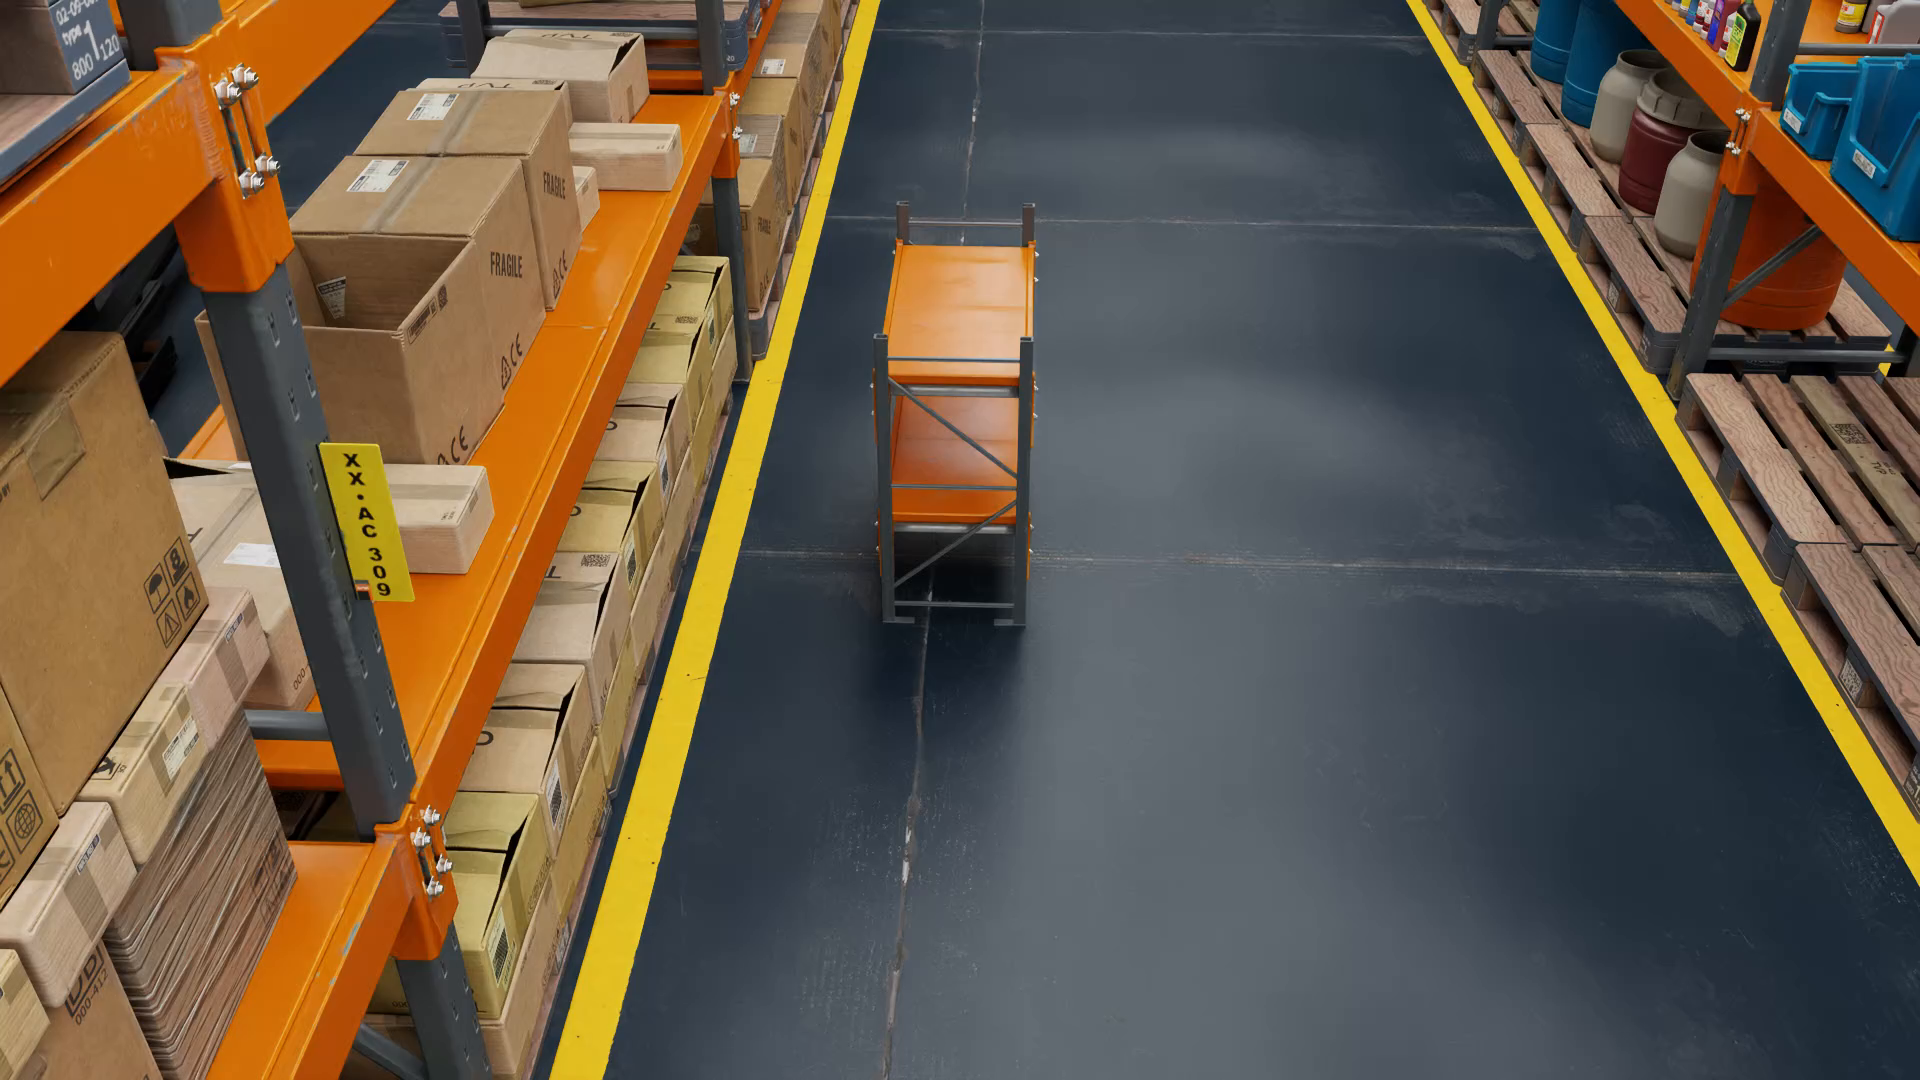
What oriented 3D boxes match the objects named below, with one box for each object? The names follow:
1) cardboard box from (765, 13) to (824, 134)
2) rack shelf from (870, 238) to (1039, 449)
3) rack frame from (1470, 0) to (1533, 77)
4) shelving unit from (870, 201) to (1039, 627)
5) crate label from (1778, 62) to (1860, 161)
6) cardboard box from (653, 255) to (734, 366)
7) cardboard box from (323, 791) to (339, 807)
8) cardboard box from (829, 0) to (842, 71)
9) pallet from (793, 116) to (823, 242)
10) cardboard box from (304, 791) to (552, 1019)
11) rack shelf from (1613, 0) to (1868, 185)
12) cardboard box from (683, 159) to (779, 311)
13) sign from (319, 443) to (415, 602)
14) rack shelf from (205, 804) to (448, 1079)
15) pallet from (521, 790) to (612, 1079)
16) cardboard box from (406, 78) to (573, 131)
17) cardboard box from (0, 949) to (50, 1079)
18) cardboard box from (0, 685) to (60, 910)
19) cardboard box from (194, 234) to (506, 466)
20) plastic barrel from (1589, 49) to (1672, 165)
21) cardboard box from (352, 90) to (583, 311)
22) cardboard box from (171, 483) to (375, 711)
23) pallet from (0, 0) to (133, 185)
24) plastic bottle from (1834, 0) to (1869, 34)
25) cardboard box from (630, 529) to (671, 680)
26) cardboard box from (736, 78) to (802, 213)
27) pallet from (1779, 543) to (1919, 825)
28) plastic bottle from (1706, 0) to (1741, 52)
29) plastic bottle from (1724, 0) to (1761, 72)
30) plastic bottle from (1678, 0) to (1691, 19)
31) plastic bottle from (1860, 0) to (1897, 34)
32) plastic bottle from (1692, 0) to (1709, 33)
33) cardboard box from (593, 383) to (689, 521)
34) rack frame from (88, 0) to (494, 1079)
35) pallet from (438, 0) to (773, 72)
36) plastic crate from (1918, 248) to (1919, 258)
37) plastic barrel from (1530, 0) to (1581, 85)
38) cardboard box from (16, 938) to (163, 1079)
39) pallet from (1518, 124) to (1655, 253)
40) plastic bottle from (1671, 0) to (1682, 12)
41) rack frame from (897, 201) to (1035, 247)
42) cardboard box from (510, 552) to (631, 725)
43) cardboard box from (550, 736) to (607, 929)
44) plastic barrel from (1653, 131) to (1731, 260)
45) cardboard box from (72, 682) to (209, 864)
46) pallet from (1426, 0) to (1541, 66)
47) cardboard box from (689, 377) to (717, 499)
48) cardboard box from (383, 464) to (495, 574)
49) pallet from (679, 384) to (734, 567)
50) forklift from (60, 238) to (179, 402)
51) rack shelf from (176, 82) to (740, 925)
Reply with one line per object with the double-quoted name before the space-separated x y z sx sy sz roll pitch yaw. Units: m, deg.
"cardboard box" -1.032 -2.543 9.051 0.500 0.500 0.500 2 35 2
"rack shelf" 0.000 -0.704 5.764 0.538 0.278 1.000 1 35 2
"rack frame" 3.700 -4.131 9.519 1.000 3.000 0.127 1 35 2
"shelving unit" 0.000 -0.464 5.932 0.538 1.125 1.048 1 35 2
"crate label" 3.148 -1.531 5.965 0.303 0.233 0.416 1 35 2
"cardboard box" -1.185 -0.919 6.488 0.500 0.311 0.500 2 35 3
"cardboard box" -1.826 0.534 4.420 0.500 0.311 0.500 2 35 3
"cardboard box" -0.983 -3.115 9.865 0.500 0.500 0.500 1 35 2
"pallet" -1.291 -1.936 8.821 1.003 0.211 1.213 1 35 2
"cardboard box" -1.305 0.841 3.984 0.500 0.311 0.500 1 35 2
"rack shelf" 3.619 -2.688 8.091 1.077 0.370 4.000 1 35 2
"cardboard box" -1.106 -1.362 7.370 0.500 0.500 0.500 3 35 4
"sign" -1.016 -0.026 2.857 0.100 0.325 0.005 1 35 2
"rack shelf" -1.651 1.792 1.717 1.077 0.370 4.000 1 35 2
"pallet" -1.580 1.065 4.551 1.003 0.211 1.213 1 35 2
"cardboard box" -1.640 -1.404 5.716 0.500 0.311 0.500 1 35 1
"cardboard box" -1.397 0.647 2.070 0.380 0.149 0.250 1 35 2
"cardboard box" -1.601 0.322 1.967 0.700 0.500 0.500 1 35 2
"cardboard box" -1.503 -0.436 4.175 0.500 0.500 0.500 4 35 5
"plastic barrel" 3.520 -2.244 8.632 0.421 0.512 0.421 0 35 0
"cardboard box" -1.461 -1.026 5.014 0.500 0.500 0.500 0 35 -1
"cardboard box" -1.595 0.126 3.592 0.500 0.250 0.500 3 35 5
"pallet" -1.579 -0.352 1.610 1.003 0.211 1.213 1 35 2
"plastic bottle" 3.773 -2.251 7.017 0.097 0.201 0.097 0 35 0
"cardboard box" -1.246 0.192 5.394 0.500 0.250 0.500 2 35 3
"cardboard box" -1.066 -1.951 8.208 0.500 0.500 0.500 1 35 1
"pallet" 3.417 0.451 5.424 1.003 0.211 1.213 1 35 2
"plastic bottle" 3.138 -2.160 6.816 0.061 0.283 0.133 1 35 2
"plastic bottle" 3.129 -2.028 6.628 0.061 0.283 0.133 1 35 2
"plastic bottle" 3.173 -2.360 7.172 0.097 0.201 0.097 0 35 0
"plastic bottle" 3.898 -2.289 7.006 0.152 0.276 0.135 1 35 2
"plastic bottle" 3.165 -2.248 7.013 0.097 0.201 0.097 0 35 0
"cardboard box" -1.223 -0.331 5.650 0.500 0.311 0.500 1 35 2
"rack frame" -1.574 0.349 3.145 0.949 2.616 0.053 1 35 2
"pallet" -1.453 -2.262 7.027 1.213 0.211 1.003 1 35 2
"plastic crate" 3.168 -0.938 4.920 0.402 0.464 0.583 1 35 2
"plastic barrel" 3.661 -3.132 9.558 0.600 0.901 0.708 1 35 2
"cardboard box" -1.597 0.866 2.322 0.700 0.500 0.500 1 35 1
"pallet" 3.581 -1.845 8.692 1.003 0.211 1.213 1 35 2
"plastic bottle" 3.177 -2.445 7.232 0.097 0.271 0.097 0 35 0
"rack frame" 0.021 -0.756 6.348 0.500 1.125 0.032 1 35 2
"cardboard box" -1.260 0.256 4.816 0.500 0.311 0.500 0 35 0
"cardboard box" -1.285 0.782 4.555 0.500 0.250 0.500 2 35 3
"plastic barrel" 3.475 -1.595 7.709 0.421 0.512 0.421 0 35 0
"cardboard box" -1.380 0.345 2.499 0.380 0.149 0.250 1 35 1
"pallet" 3.690 -3.414 10.924 1.003 0.211 1.213 1 35 2
"cardboard box" -1.205 -0.392 6.226 0.500 0.250 0.500 1 35 1
"cardboard box" -1.331 -0.053 3.935 0.380 0.149 0.250 1 35 2
"pallet" -1.482 -0.337 6.545 1.003 0.211 1.213 1 35 2
"forklift" -3.965 -1.739 6.176 1.130 2.935 3.031 -3 35 -4
"rack shelf" -1.491 -0.506 4.987 1.077 0.370 4.000 1 35 2
